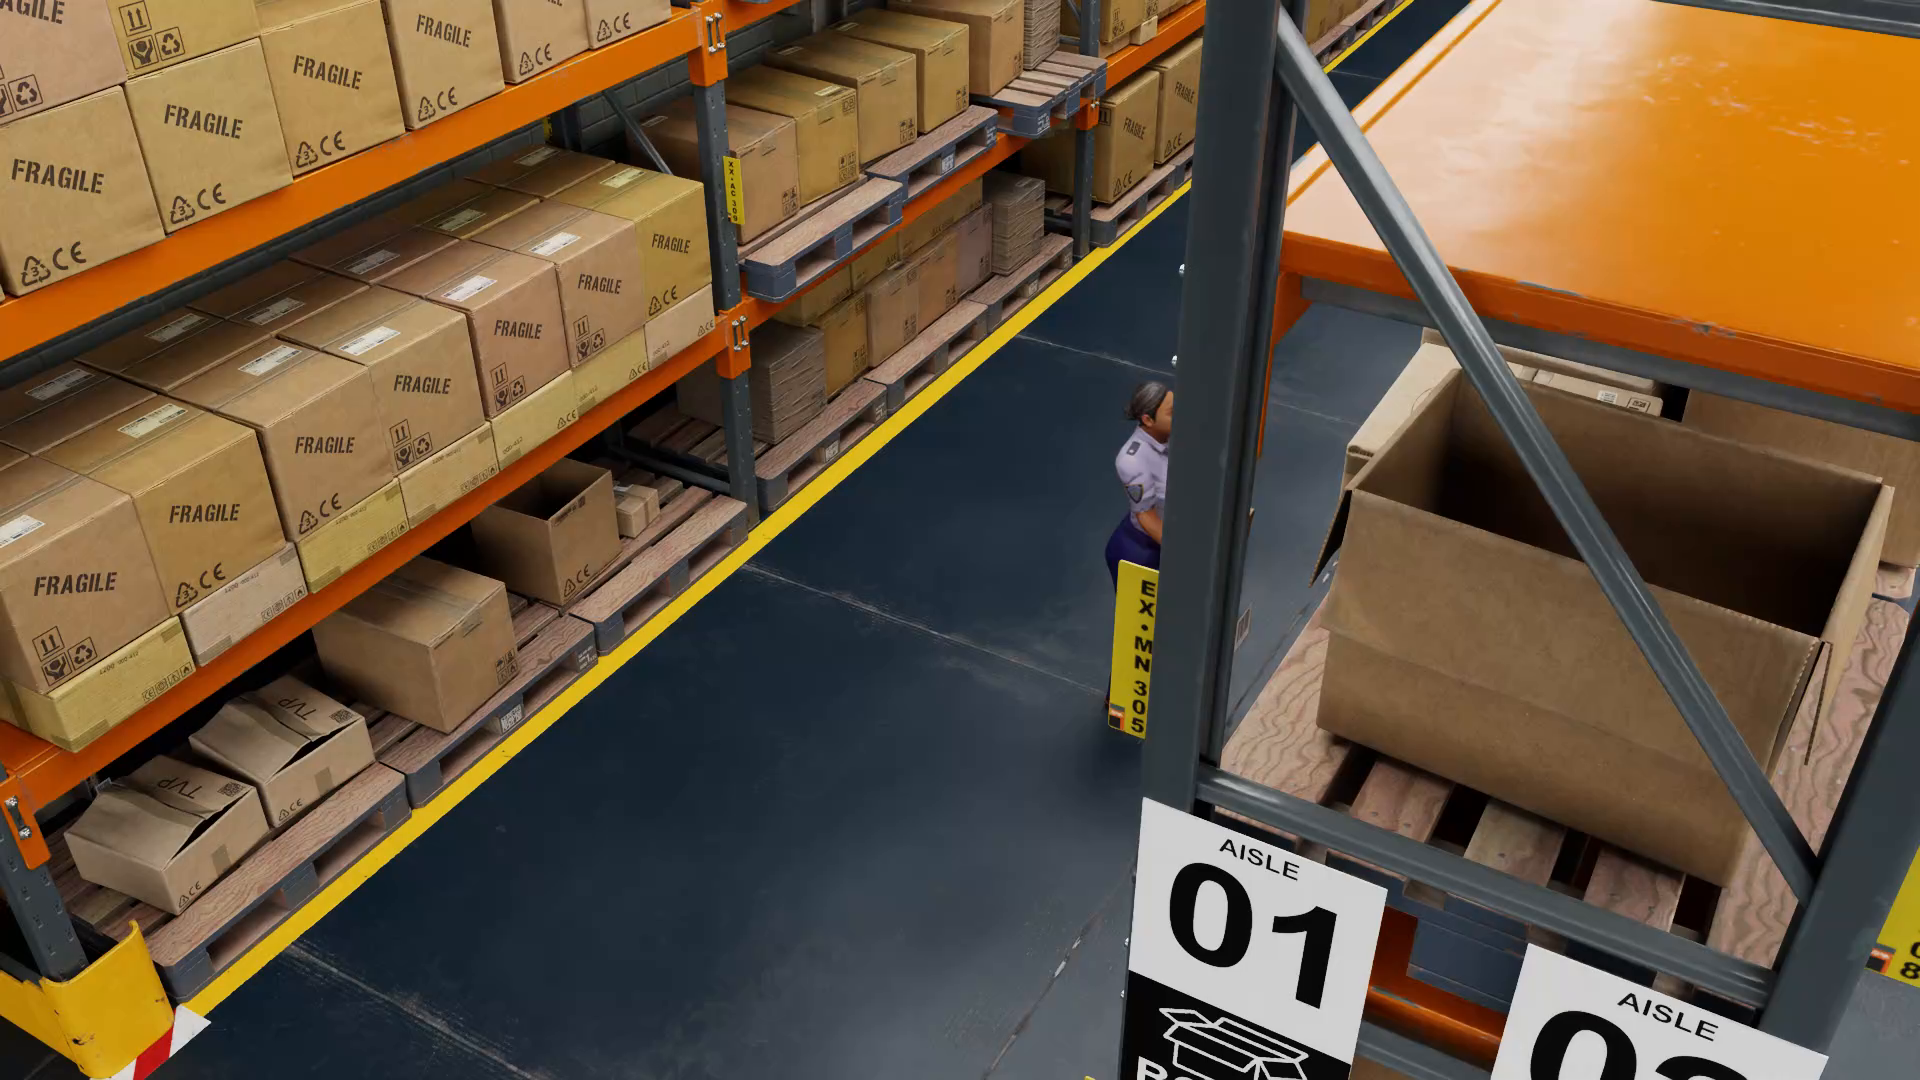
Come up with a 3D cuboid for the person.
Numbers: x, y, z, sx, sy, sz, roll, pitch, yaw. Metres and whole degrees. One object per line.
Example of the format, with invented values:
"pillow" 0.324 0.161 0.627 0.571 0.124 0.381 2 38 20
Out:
"person" 0.924 0.066 7.323 0.518 1.635 0.452 18 38 25
